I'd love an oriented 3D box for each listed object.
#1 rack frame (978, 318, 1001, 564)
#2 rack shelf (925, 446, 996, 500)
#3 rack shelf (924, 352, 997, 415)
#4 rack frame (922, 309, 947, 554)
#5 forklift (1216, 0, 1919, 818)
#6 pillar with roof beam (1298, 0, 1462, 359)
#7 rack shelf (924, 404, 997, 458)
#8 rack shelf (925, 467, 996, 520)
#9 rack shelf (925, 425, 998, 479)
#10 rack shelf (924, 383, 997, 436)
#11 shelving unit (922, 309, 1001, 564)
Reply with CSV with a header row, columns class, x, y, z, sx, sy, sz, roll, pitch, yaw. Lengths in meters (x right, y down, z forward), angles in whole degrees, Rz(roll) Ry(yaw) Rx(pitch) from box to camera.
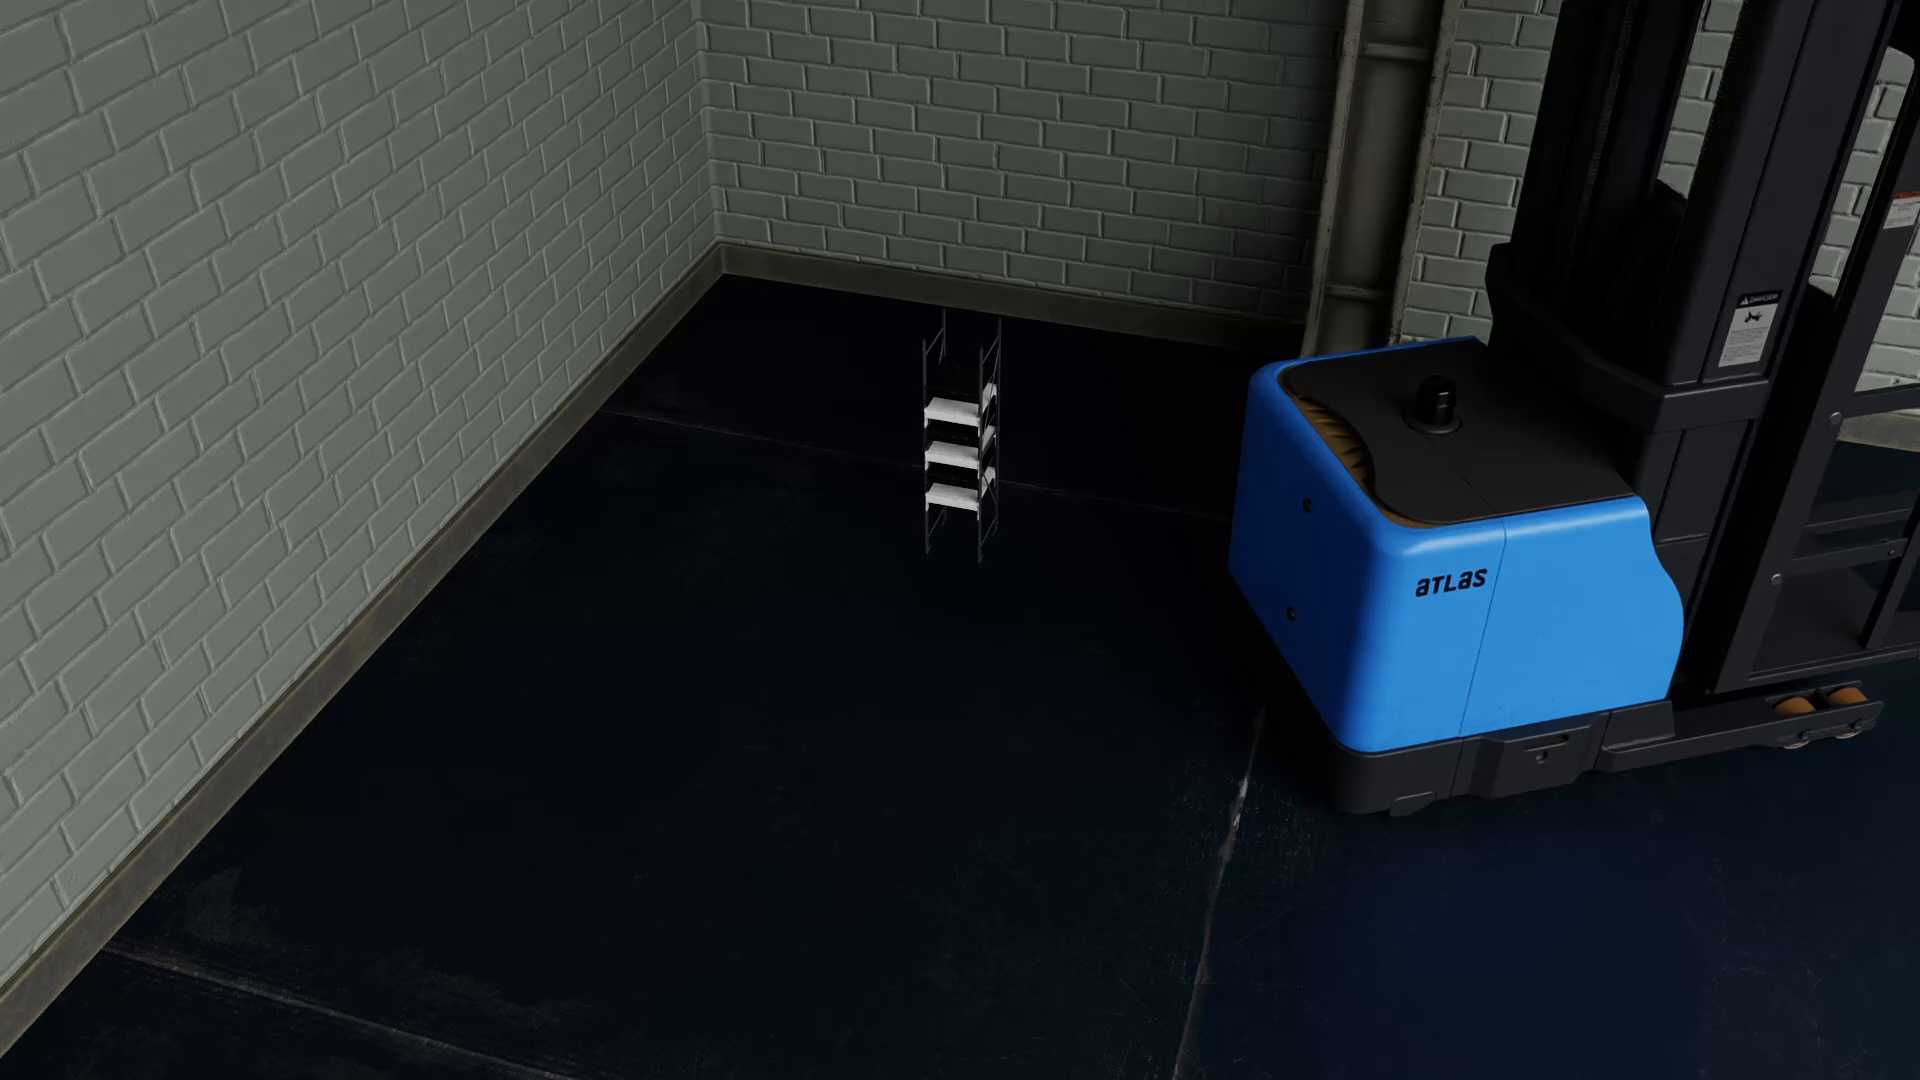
class,x,y,z,sx,sy,sz,roll,pitch,yaw
rack frame,0.105,-0.343,5.957,0.006,0.900,0.240,10,38,14
rack shelf,0.008,-0.262,6.054,0.200,0.077,0.258,10,38,14
rack shelf,0.008,-0.552,5.841,0.200,0.077,0.258,10,38,14
rack frame,-0.089,-0.379,6.006,0.006,0.900,0.240,10,38,14
forklift,2.461,-0.806,4.872,3.031,2.935,1.130,-9,37,-12
pillar with roof beam,0.381,-1.881,1.214,0.400,9.000,9.100,10,38,14
rack shelf,0.008,-0.407,5.948,0.200,0.077,0.258,10,38,14
rack shelf,0.008,-0.189,6.108,0.200,0.077,0.258,10,38,14
rack shelf,0.008,-0.334,6.001,0.200,0.077,0.258,10,38,14
rack shelf,0.008,-0.479,5.894,0.200,0.077,0.258,10,38,14
shelving unit,0.008,-0.361,5.981,0.210,0.900,0.258,10,38,14
